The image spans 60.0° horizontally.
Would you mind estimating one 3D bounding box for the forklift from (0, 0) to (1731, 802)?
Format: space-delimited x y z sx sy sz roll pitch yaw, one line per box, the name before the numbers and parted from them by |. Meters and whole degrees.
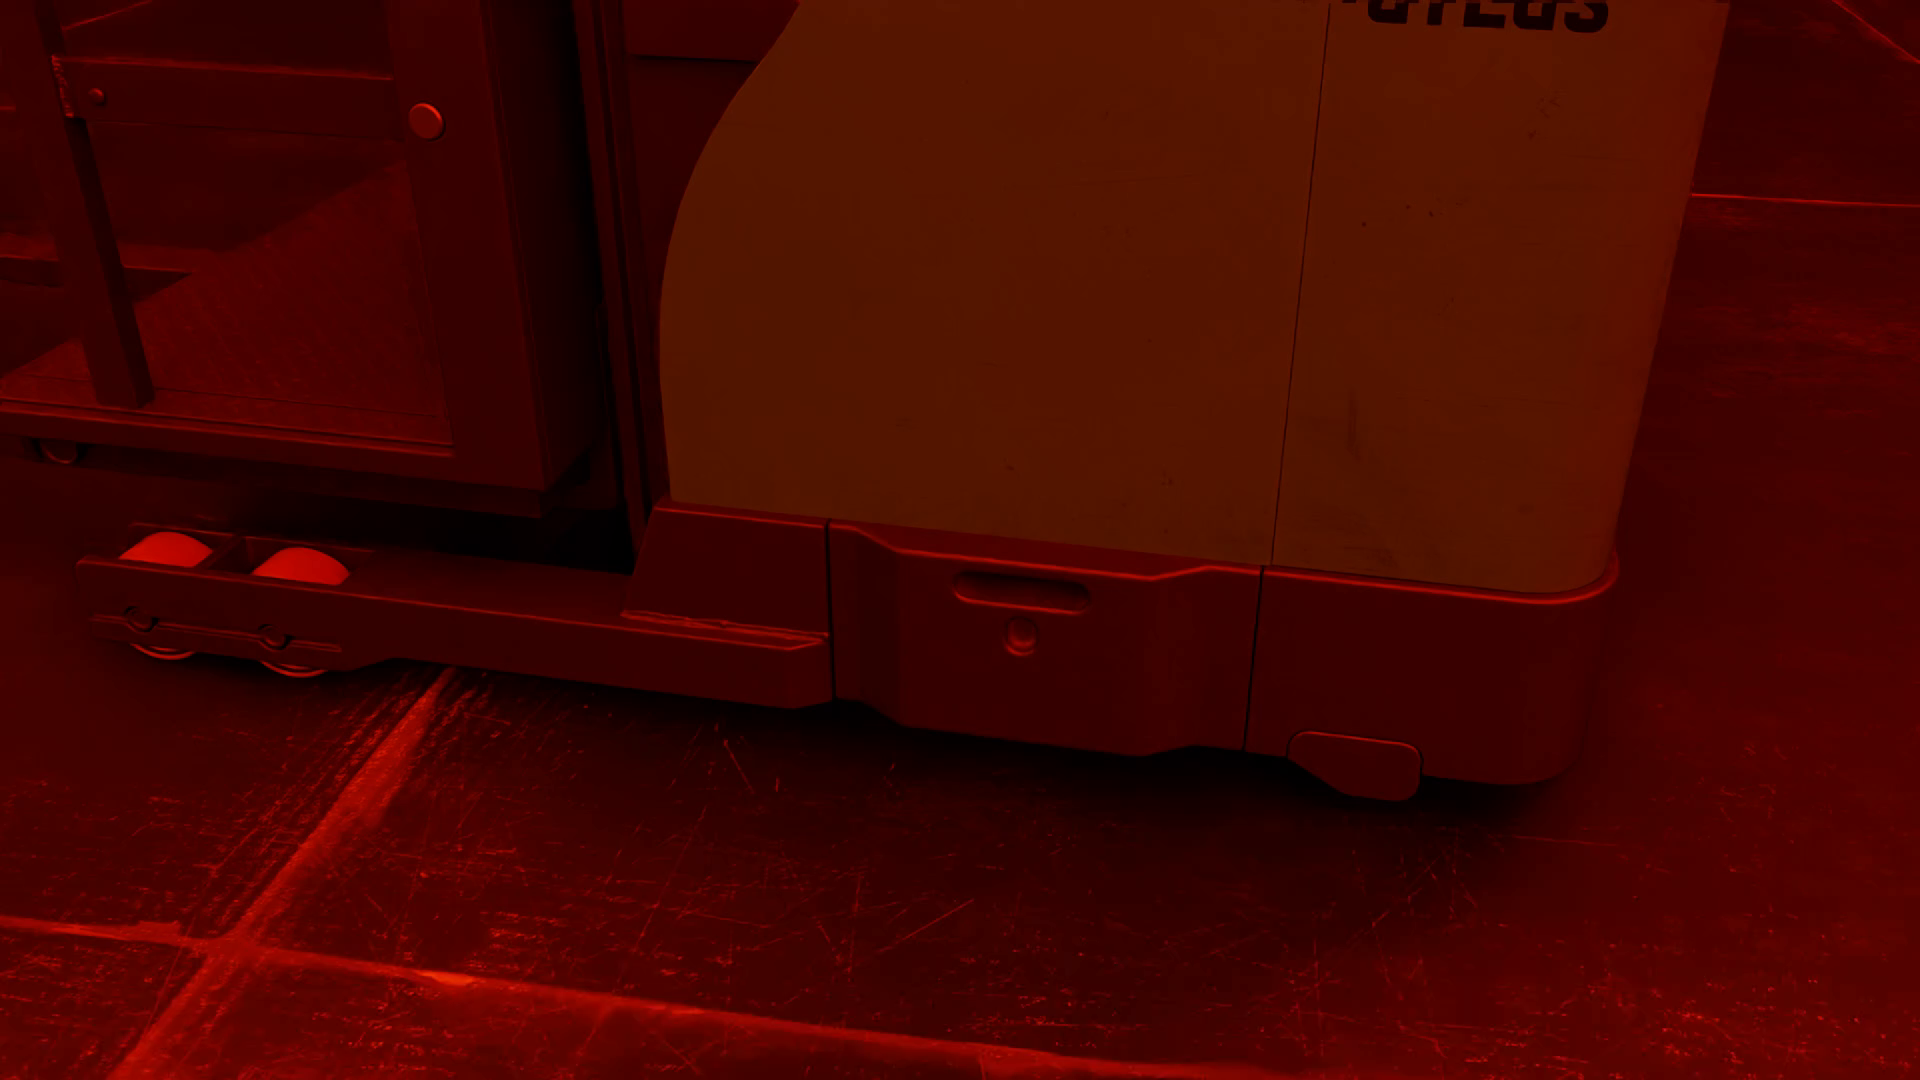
forklift | -0.667 -1.344 1.901 3.031 2.935 1.130 6 30 11
